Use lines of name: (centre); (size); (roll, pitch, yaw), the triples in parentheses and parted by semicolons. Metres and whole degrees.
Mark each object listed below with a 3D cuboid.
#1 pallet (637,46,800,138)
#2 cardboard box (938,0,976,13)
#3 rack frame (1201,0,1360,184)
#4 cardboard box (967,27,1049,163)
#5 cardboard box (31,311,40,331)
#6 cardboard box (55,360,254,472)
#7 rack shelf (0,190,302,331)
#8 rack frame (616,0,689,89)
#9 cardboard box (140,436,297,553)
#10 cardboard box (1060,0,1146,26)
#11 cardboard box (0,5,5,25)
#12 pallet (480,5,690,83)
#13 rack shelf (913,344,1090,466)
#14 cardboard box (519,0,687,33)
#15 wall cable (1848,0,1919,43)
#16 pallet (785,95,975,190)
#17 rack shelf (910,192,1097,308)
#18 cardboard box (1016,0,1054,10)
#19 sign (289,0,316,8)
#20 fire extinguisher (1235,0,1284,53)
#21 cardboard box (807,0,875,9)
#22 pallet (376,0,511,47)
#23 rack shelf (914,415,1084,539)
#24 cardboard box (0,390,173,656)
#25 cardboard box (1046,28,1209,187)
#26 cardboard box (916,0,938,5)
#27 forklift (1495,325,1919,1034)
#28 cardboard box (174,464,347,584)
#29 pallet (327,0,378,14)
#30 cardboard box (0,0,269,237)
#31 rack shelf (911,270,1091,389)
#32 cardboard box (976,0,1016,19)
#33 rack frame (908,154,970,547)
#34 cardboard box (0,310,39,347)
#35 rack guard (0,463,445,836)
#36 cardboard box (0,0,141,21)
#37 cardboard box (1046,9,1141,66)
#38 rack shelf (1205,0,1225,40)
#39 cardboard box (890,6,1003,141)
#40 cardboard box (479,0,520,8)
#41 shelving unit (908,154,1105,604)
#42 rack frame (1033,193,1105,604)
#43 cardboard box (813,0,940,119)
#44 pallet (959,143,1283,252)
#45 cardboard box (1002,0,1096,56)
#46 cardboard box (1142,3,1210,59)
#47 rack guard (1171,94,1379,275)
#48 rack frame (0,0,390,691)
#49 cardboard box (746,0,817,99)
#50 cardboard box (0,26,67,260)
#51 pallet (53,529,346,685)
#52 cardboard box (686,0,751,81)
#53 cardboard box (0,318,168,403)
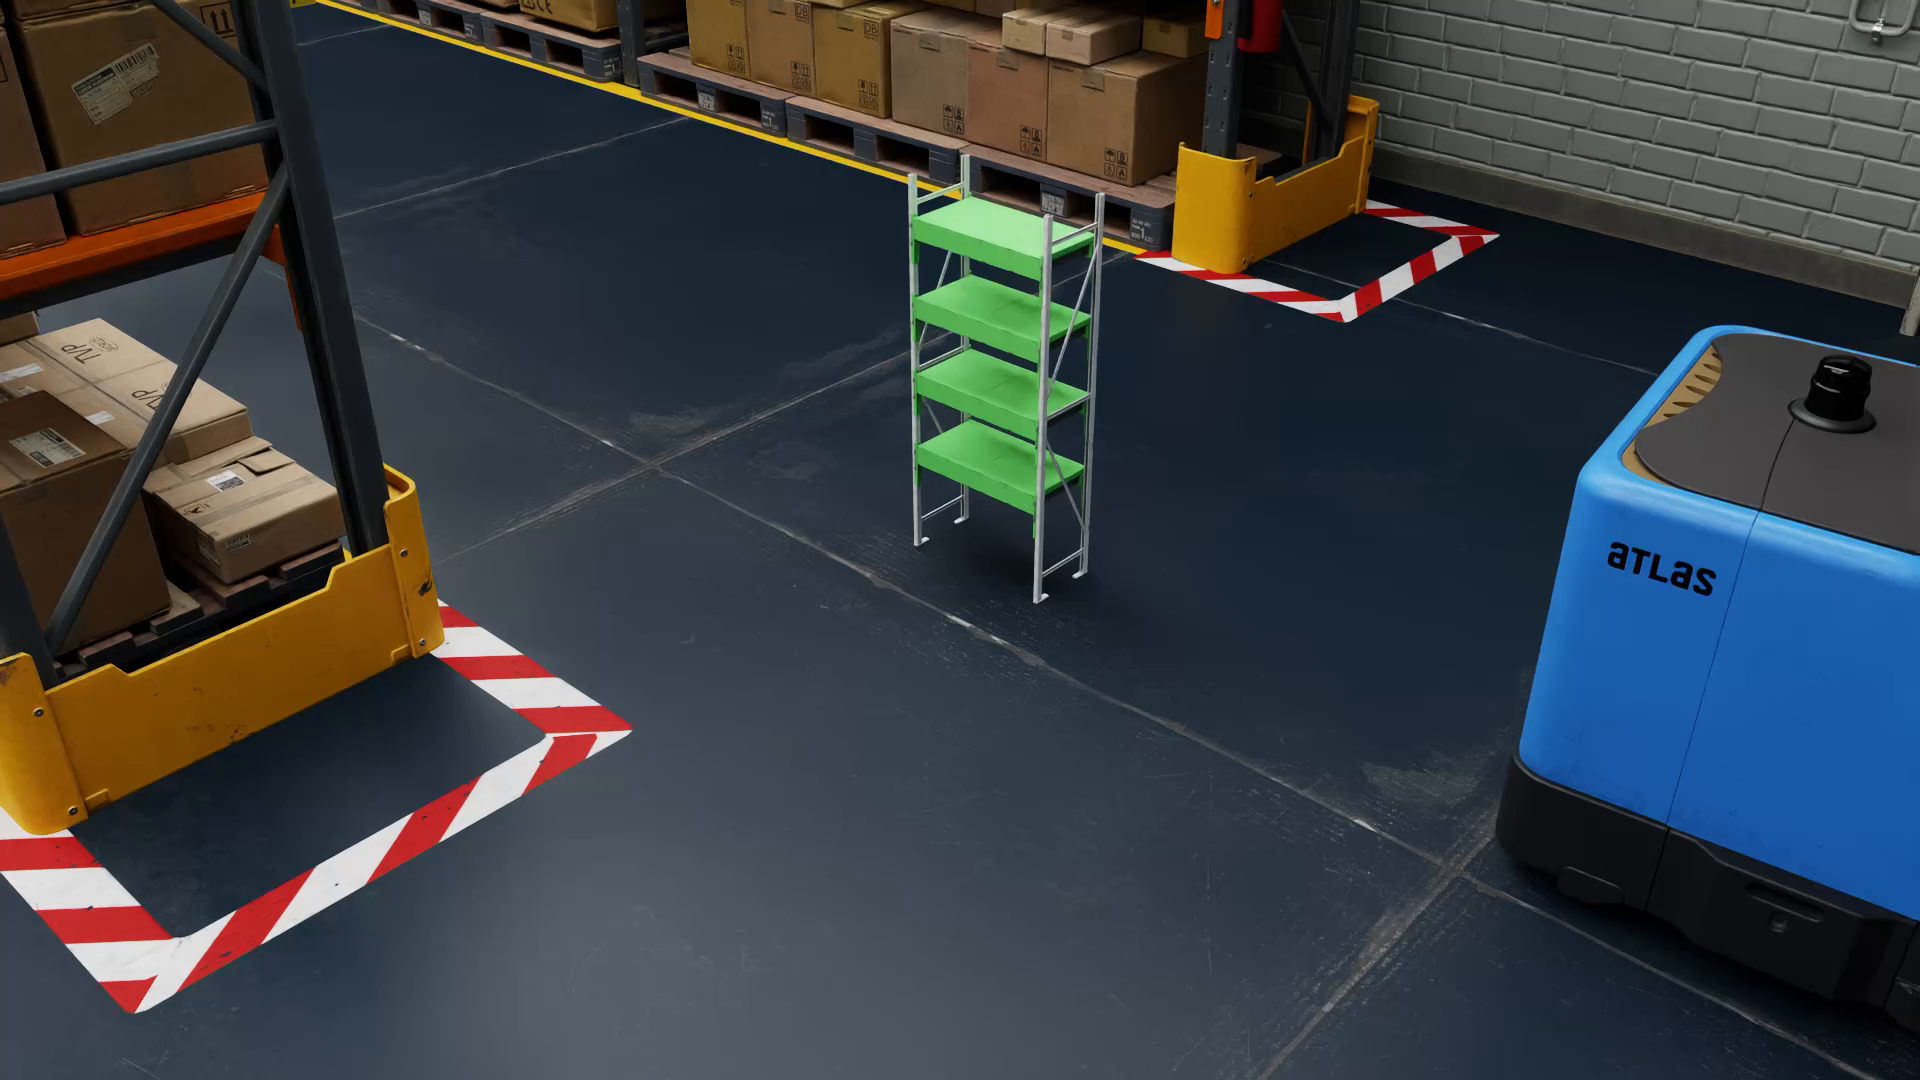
pallet: (-1.049, -2.600, 9.364); (1.213, 0.211, 1.003); (25, 39, 35)
cardboard box: (0.105, -2.765, 8.323); (0.250, 0.149, 0.380); (25, 39, 36)
rack frame: (1.405, -2.703, 6.832); (0.127, 3.000, 1.000); (25, 39, 35)
cardboard box: (0.448, -2.189, 7.995); (0.500, 0.500, 0.700); (25, 39, 35)
cardboard box: (-3.713, -0.880, 5.984); (0.500, 0.311, 0.500); (25, 39, 35)
cardboard box: (-2.500, -0.288, 5.059); (0.500, 0.250, 0.500); (25, 39, 35)
rack shelf: (-3.399, -1.191, 5.018); (4.000, 0.370, 1.077); (25, 39, 35)
rack frame: (-1.561, -4.087, 9.131); (0.127, 3.000, 1.000); (25, 39, 35)
cardboard box: (-2.181, -0.145, 4.903); (0.250, 0.166, 0.380); (25, 39, 35)
cardboard box: (0.670, -2.502, 7.886); (0.250, 0.149, 0.380); (25, 39, 35)
cardboard box: (-2.431, -1.328, 3.481); (0.500, 0.500, 0.500); (25, 39, 35)
pallet: (-2.183, -3.131, 10.246); (1.213, 0.211, 1.003); (25, 39, 35)
rack shelf: (0.123, -0.402, 4.878); (0.480, 0.148, 0.258); (25, 39, 35)
cardboard box: (-2.130, -3.522, 9.869); (0.750, 0.750, 0.750); (26, 39, 36)
wall cable: (2.989, -3.057, 6.434); (1.851, 1.984, 0.084); (25, 39, 35)
pallet: (-0.141, -2.177, 8.662); (1.213, 0.211, 1.003); (25, 39, 35)
rack shelf: (0.123, -0.813, 4.631); (0.480, 0.148, 0.258); (25, 39, 35)
cardboard box: (0.485, -2.589, 8.030); (0.250, 0.149, 0.380); (25, 39, 35)
sign: (-1.552, -1.386, 3.804); (0.005, 0.325, 0.100); (25, 39, 35)
fire extinguisher: (1.207, -2.281, 6.568); (0.183, 0.674, 0.296); (25, 39, 35)
cardboard box: (-0.556, -2.807, 8.393); (0.250, 0.149, 0.380); (24, 38, 34)
pallet: (-3.092, -3.553, 10.948); (1.213, 0.211, 1.003); (25, 39, 35)
rack shelf: (0.123, -0.196, 5.002); (0.480, 0.148, 0.258); (25, 39, 35)
cardboard box: (-2.485, -0.019, 4.370); (0.500, 0.500, 0.500); (25, 39, 35)
cardboard box: (0.819, -2.016, 7.707); (0.500, 0.500, 0.700); (25, 39, 35)
cardboard box: (-0.083, -2.853, 8.469); (0.250, 0.149, 0.380); (24, 39, 34)
forklift: (2.762, -0.235, 2.799); (3.031, 2.935, 1.130); (20, 37, 30)
cardboard box: (-1.996, -0.051, 4.764); (0.250, 0.149, 0.380); (25, 39, 35)
pallet: (-3.992, -3.975, 11.649); (1.213, 0.211, 1.003); (25, 39, 35)
cardboard box: (-2.068, -1.105, 4.080); (0.500, 0.500, 0.500); (26, 40, 36)
rack shelf: (0.123, -0.608, 4.755); (0.480, 0.148, 0.258); (25, 39, 35)
cardboard box: (0.295, -2.677, 8.176); (0.250, 0.149, 0.380); (26, 39, 36)
rack frame: (-0.058, -0.541, 4.986); (0.015, 1.200, 0.240); (25, 39, 35)
cardboard box: (-3.485, -0.663, 5.436); (0.637, 0.503, 0.797); (25, 39, 35)
rack guard: (-1.972, 0.237, 4.371); (0.348, 0.500, 1.175); (25, 39, 35)
cardboard box: (-2.068, -1.533, 3.822); (0.500, 0.500, 0.500); (26, 40, 36)
cardboard box: (0.602, -2.269, 7.498); (0.250, 0.149, 0.380); (25, 39, 35)
rack shelf: (-0.078, -3.087, 8.167); (4.000, 0.370, 1.077); (25, 39, 35)
cardboard box: (0.075, -2.363, 8.283); (0.500, 0.500, 0.700); (24, 38, 34)
cardboard box: (-2.791, -3.828, 10.378); (0.750, 0.750, 0.750); (26, 40, 36)
shelving unit: (0.123, -0.457, 4.845); (0.503, 1.200, 0.258); (25, 39, 35)
rack frame: (0.304, -0.372, 4.705); (0.015, 1.200, 0.240); (25, 39, 35)
cardboard box: (-0.326, -2.545, 8.585); (0.500, 0.500, 0.700); (26, 40, 36)
pallet: (0.760, -1.755, 7.961); (1.213, 0.211, 1.003); (25, 39, 35)
cardboard box: (0.412, -2.357, 7.644); (0.250, 0.149, 0.380); (26, 40, 36)
cardboard box: (1.046, -2.327, 7.595); (0.250, 0.149, 0.380); (25, 39, 35)
rack guard: (1.423, -1.624, 7.463); (0.348, 0.500, 1.175); (25, 39, 35)
rack frame: (-1.916, -0.808, 3.683); (0.127, 3.000, 1.000); (25, 39, 35)
cardboard box: (-0.705, -2.723, 8.882); (0.500, 0.500, 0.700); (25, 39, 35)
cardboard box: (-2.431, -0.901, 3.742); (0.500, 0.500, 0.500); (26, 40, 36)
pallet: (-2.564, 0.085, 4.904); (1.213, 0.211, 1.003); (25, 39, 35)
cardboard box: (-1.075, -2.898, 9.173); (0.500, 0.500, 0.700); (26, 39, 36)
cardboard box: (-2.870, -0.461, 5.346); (0.500, 0.250, 0.500); (25, 39, 35)
